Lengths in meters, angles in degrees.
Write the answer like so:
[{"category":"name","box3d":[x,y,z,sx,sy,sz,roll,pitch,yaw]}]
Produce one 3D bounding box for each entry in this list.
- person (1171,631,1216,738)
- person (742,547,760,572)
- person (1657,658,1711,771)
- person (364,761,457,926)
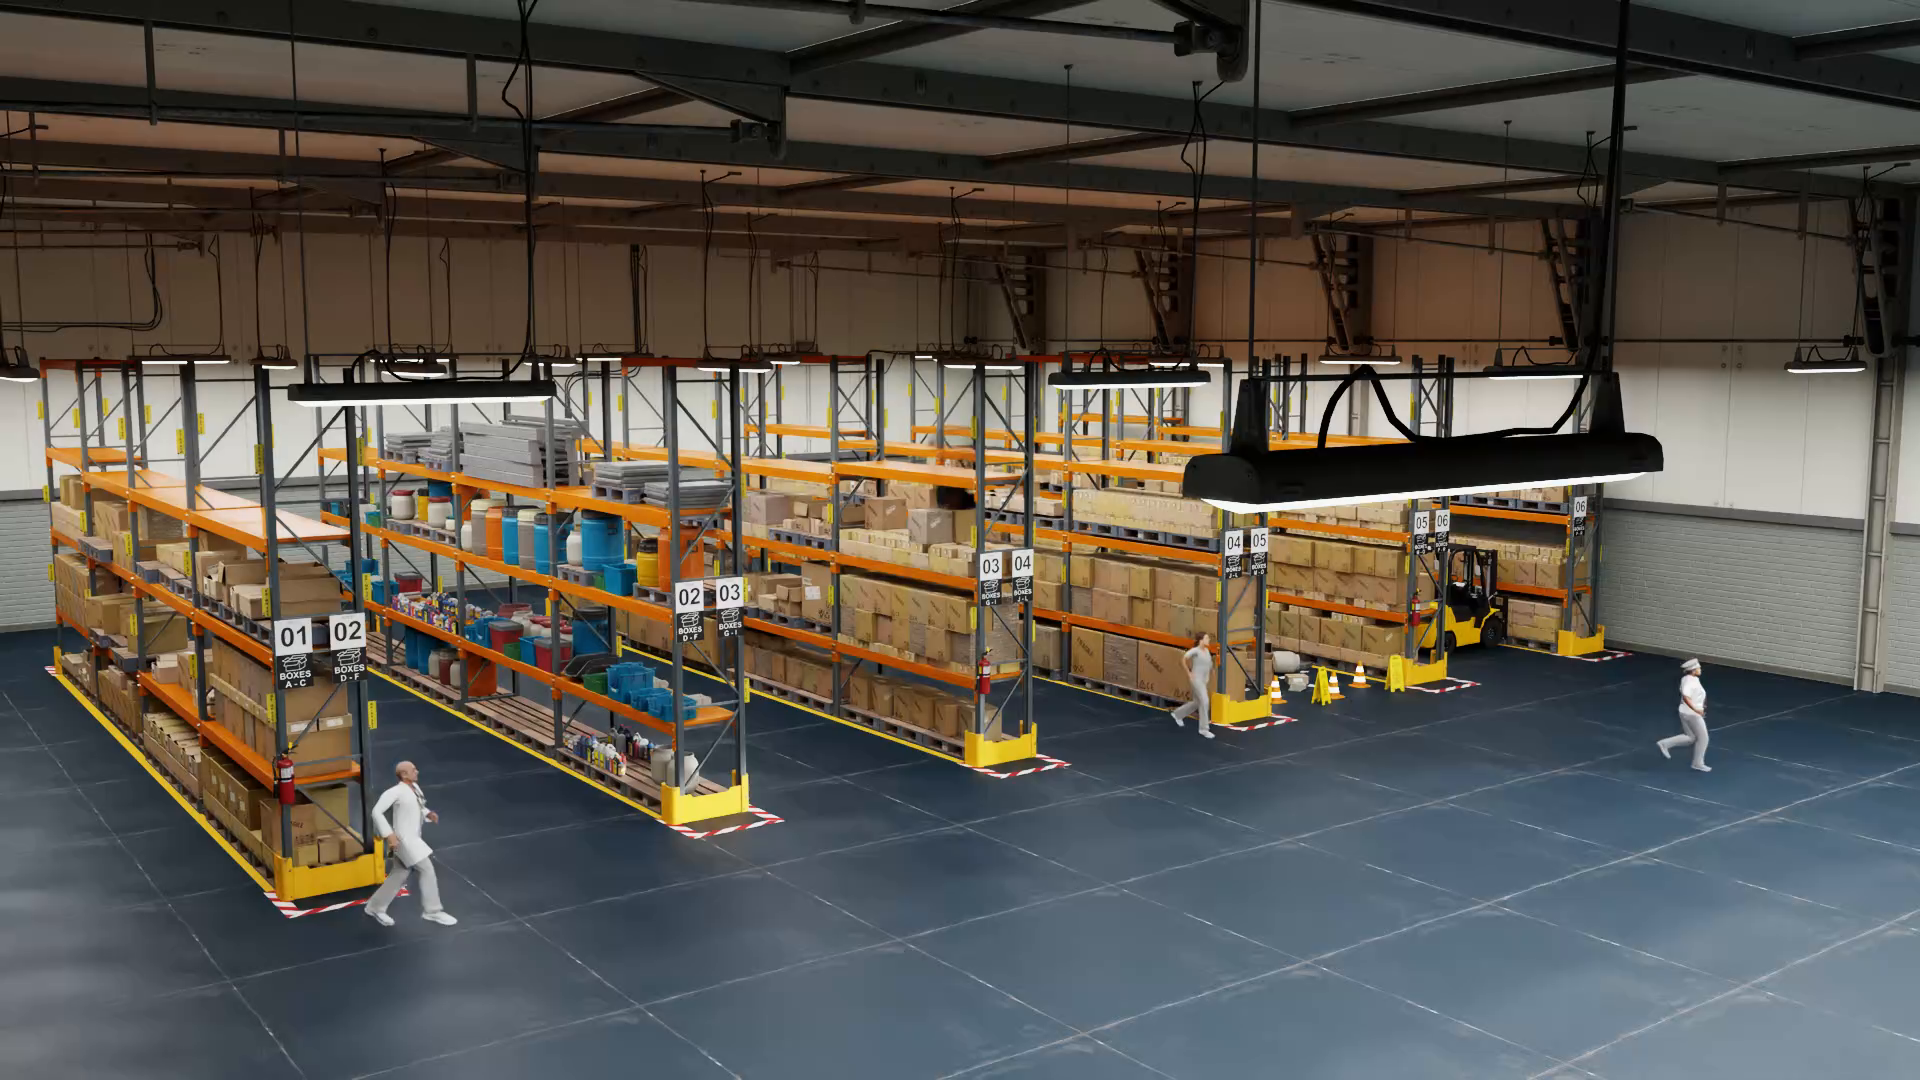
[{"category":"person","box3d":[3.849,2.300,26.887,0.886,1.668,0.593,6,9,40]},{"category":"person","box3d":[-5.197,0.447,41.939,0.719,1.806,0.685,-5,9,-38]},{"category":"person","box3d":[10.740,2.576,24.550,0.760,1.686,0.577,1,7,9]},{"category":"person","box3d":[-5.960,3.262,18.024,0.999,1.767,0.683,-1,7,-5]}]
